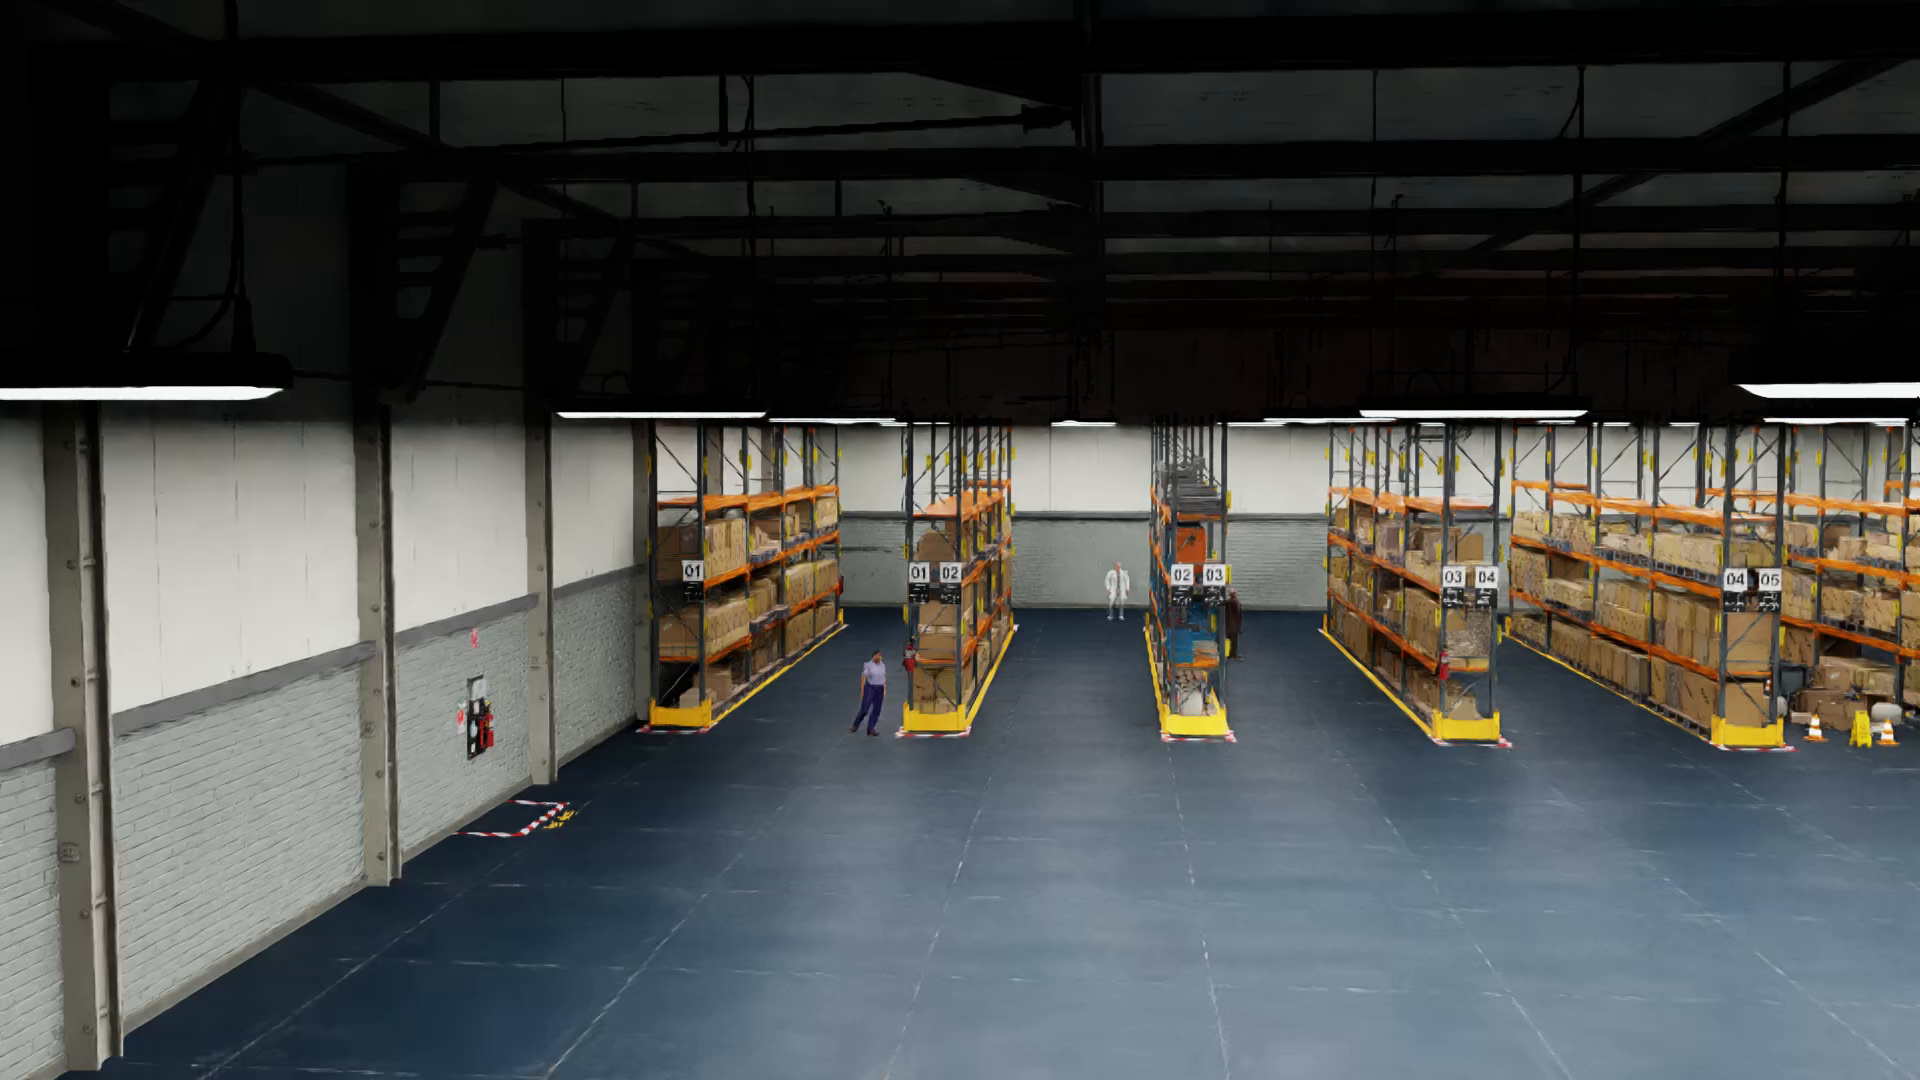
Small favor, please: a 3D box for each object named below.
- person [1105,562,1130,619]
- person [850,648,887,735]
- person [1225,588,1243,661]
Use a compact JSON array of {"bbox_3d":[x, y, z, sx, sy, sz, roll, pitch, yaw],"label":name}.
[{"bbox_3d":[4.720,1.513,49.806,0.729,1.733,0.546,0,4,4],"label":"person"},{"bbox_3d":[-1.706,2.828,31.040,0.673,1.632,0.511,-3,5,-33],"label":"person"},{"bbox_3d":[6.762,2.063,40.935,0.514,1.785,0.638,-2,4,-23],"label":"person"}]
